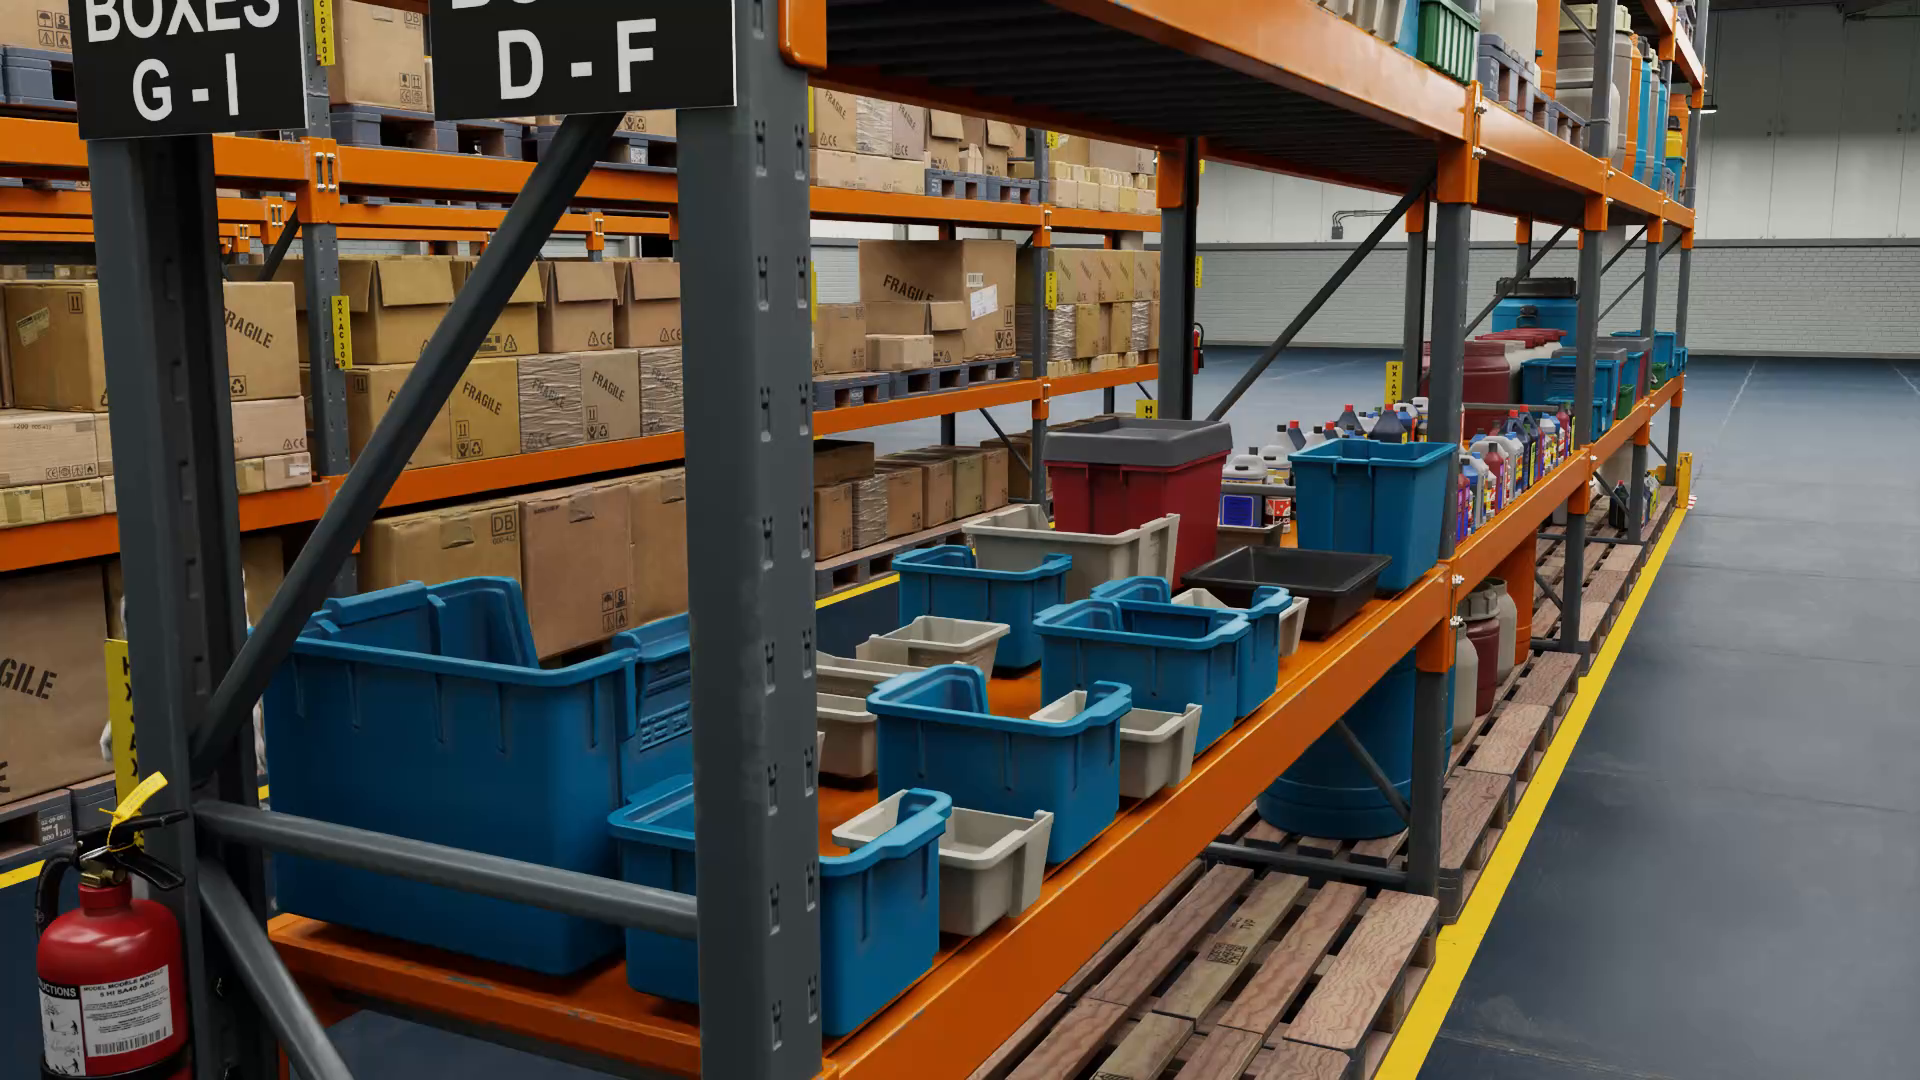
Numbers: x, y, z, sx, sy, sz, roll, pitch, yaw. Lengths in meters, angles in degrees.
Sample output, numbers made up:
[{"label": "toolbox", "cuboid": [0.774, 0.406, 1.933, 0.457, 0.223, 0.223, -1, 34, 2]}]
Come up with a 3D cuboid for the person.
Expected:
[{"label": "person", "cuboid": [-2.478, 0.550, 5.350, 0.501, 1.639, 0.988, 7, 12, 38]}]
